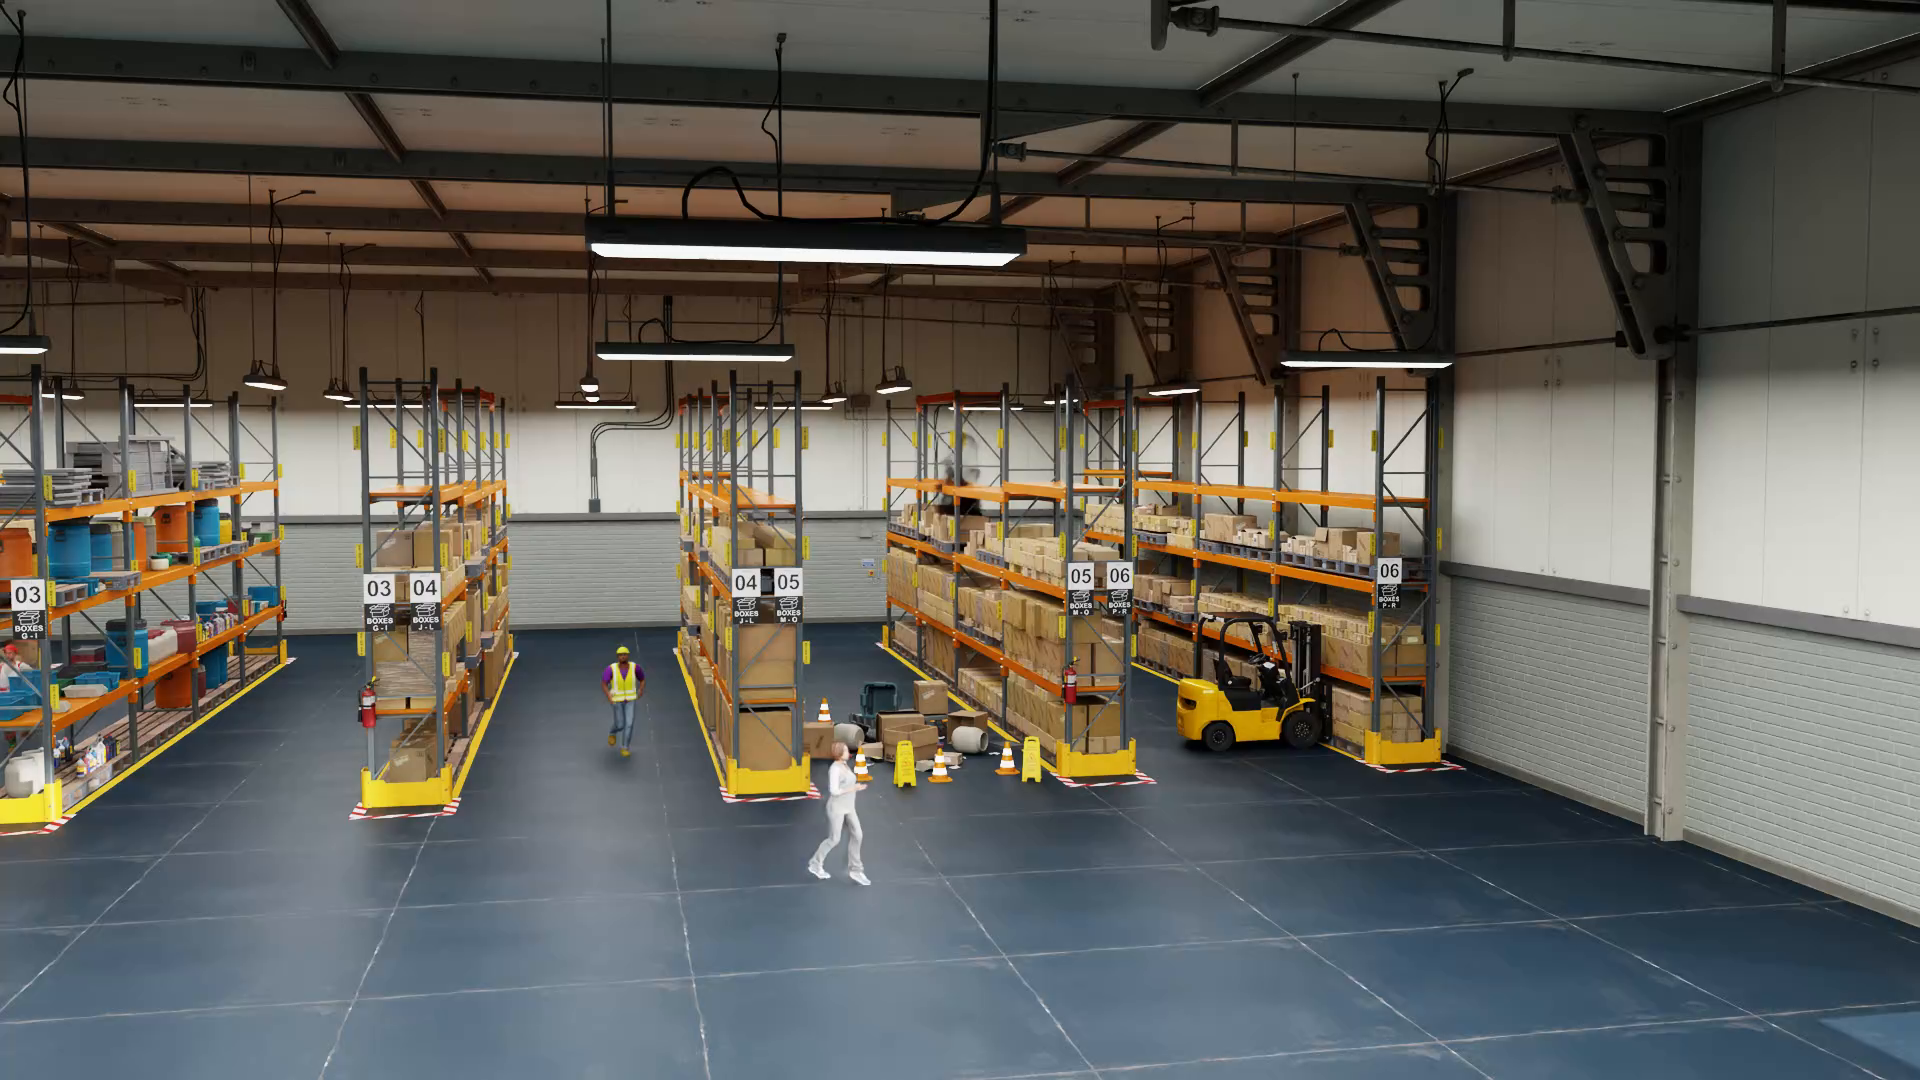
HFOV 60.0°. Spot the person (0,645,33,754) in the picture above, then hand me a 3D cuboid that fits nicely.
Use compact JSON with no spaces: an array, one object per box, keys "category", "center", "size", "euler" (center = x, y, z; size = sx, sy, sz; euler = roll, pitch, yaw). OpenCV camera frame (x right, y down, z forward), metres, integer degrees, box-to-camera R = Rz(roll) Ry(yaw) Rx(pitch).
[{"category":"person","center":[-15.210,2.550,26.680],"size":[0.657,1.741,0.601],"euler":[0,3,-8]}]

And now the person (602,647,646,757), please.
[{"category":"person","center":[-5.373,2.561,26.625],"size":[0.698,1.741,0.662],"euler":[-1,4,-19]}]

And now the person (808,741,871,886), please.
[{"category":"person","center":[-1.369,3.082,18.725],"size":[0.719,1.621,0.524],"euler":[1,4,20]}]
